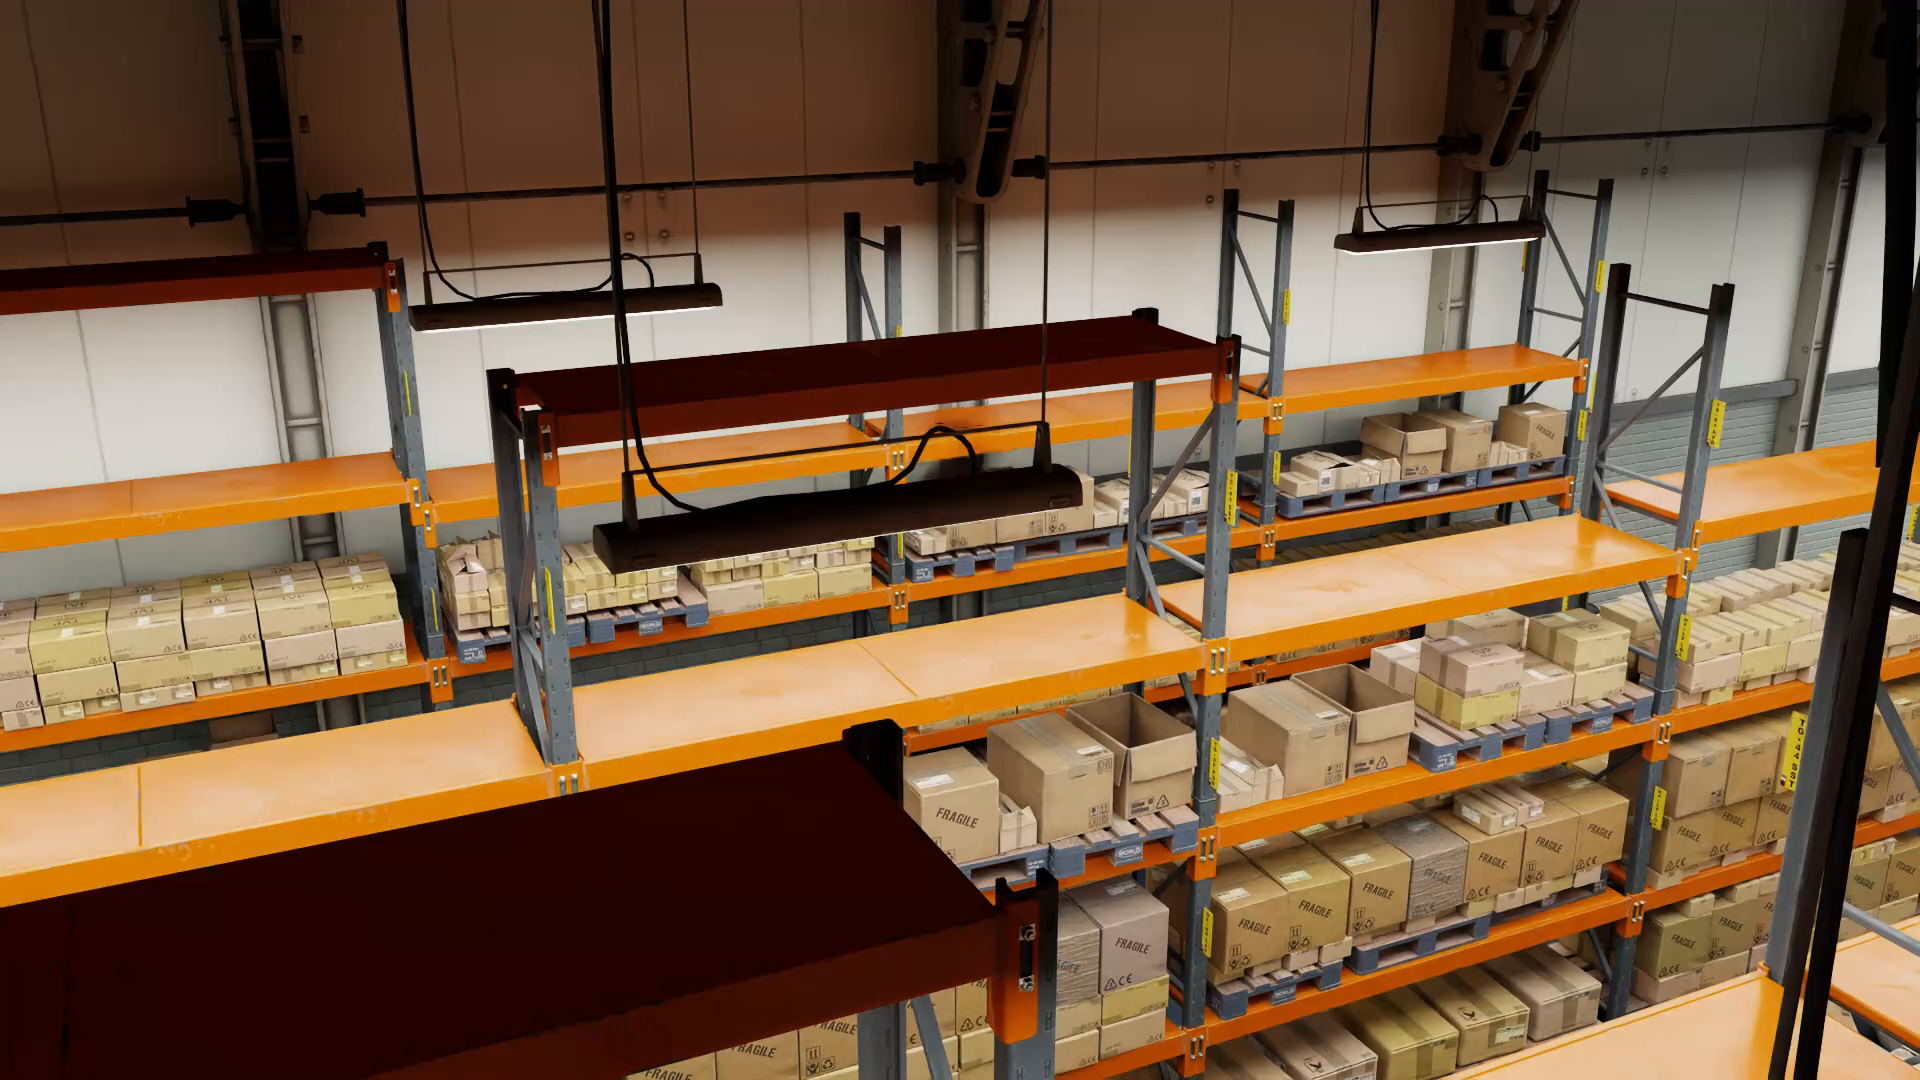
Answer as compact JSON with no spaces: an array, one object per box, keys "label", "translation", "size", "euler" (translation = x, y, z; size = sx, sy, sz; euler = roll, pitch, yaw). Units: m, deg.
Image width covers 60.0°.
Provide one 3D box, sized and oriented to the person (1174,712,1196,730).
[{"label":"person","translation":[1.870,2.295,15.115],"size":[0.841,1.546,0.401],"euler":[-13,23,-34]}]
